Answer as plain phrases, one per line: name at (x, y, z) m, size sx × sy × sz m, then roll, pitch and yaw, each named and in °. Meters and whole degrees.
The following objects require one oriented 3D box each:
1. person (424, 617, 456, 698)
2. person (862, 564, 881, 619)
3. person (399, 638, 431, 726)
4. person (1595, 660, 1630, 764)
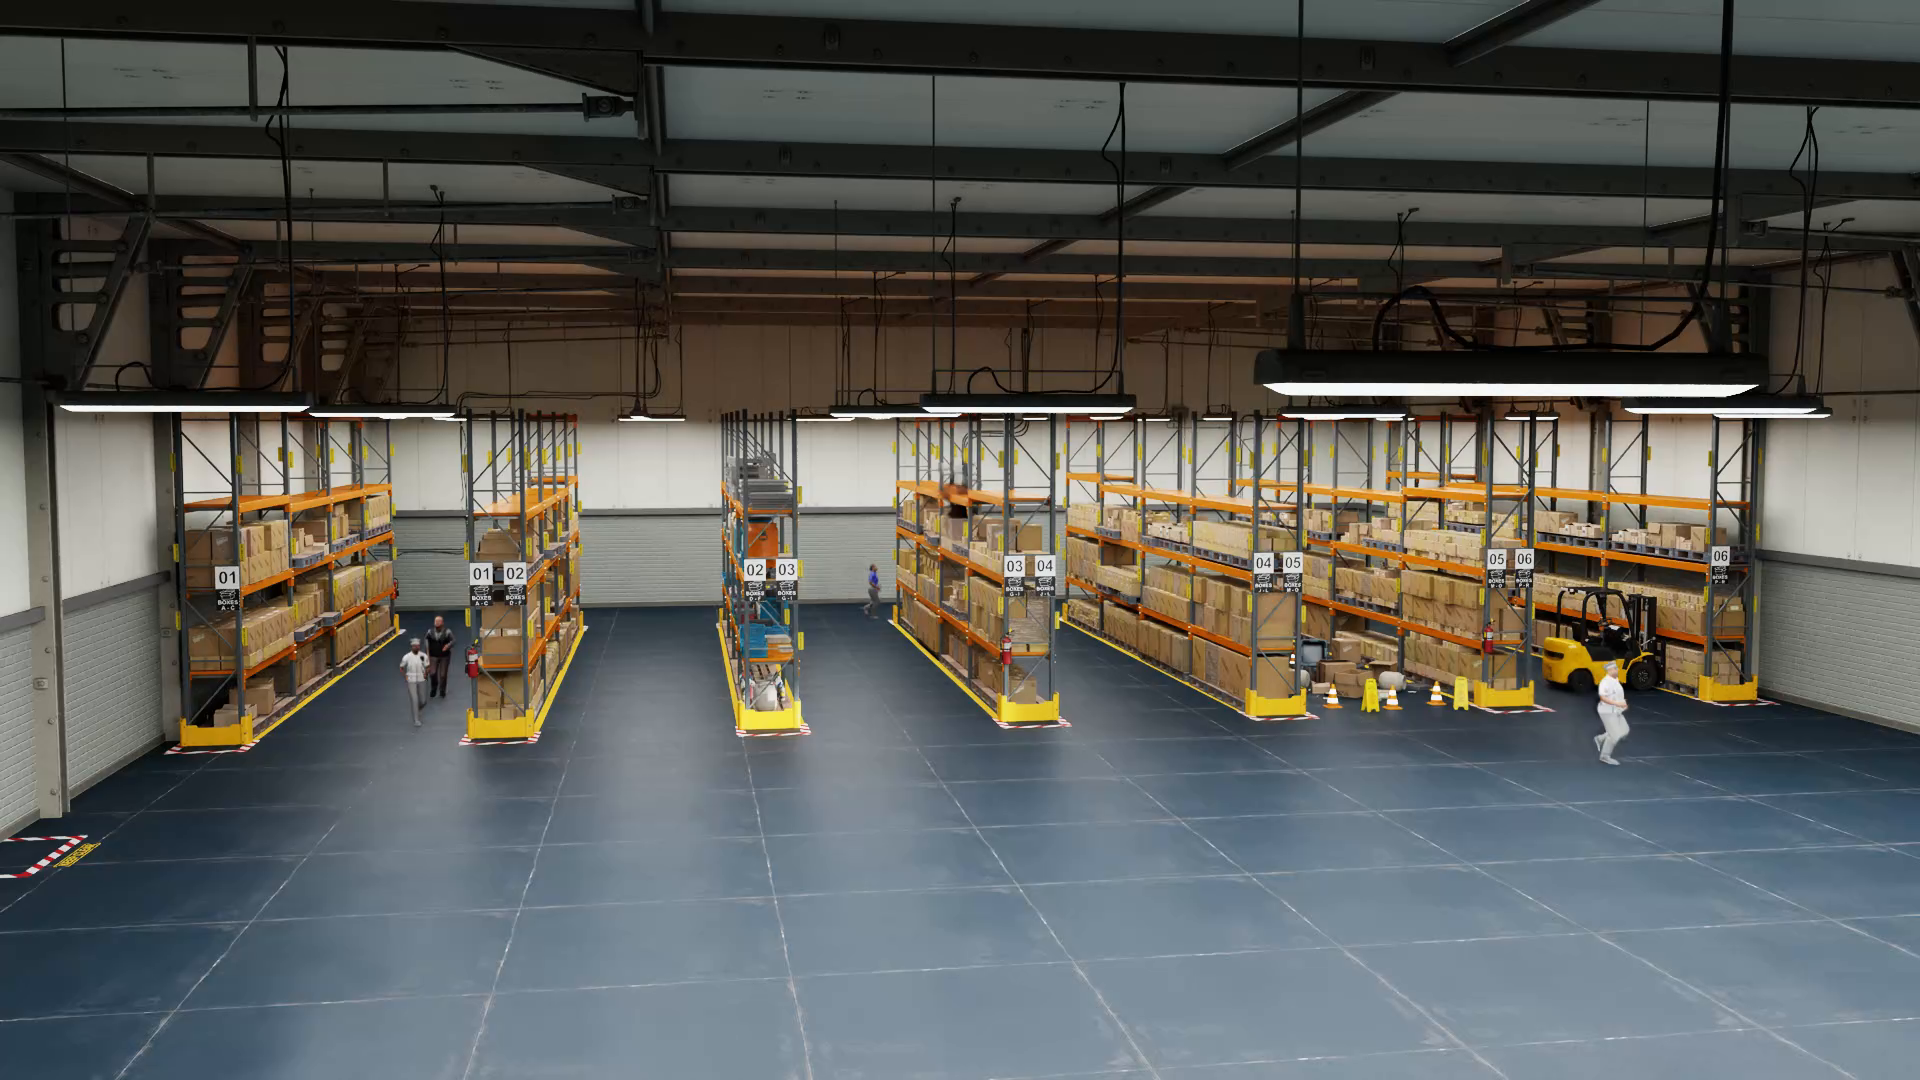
person at (-10.848, 2.451, 34.672) m, size 0.661 × 1.708 × 0.677 m, roll -1°, pitch 4°, yaw -12°
person at (-2.606, 1.507, 48.988) m, size 0.557 × 1.627 × 0.584 m, roll 0°, pitch 4°, yaw -1°
person at (-10.376, 2.684, 31.680) m, size 0.579 × 1.654 × 0.667 m, roll -2°, pitch 4°, yaw -27°
person at (11.014, 2.894, 28.093) m, size 0.612 × 1.753 × 0.705 m, roll 3°, pitch 5°, yaw 40°
